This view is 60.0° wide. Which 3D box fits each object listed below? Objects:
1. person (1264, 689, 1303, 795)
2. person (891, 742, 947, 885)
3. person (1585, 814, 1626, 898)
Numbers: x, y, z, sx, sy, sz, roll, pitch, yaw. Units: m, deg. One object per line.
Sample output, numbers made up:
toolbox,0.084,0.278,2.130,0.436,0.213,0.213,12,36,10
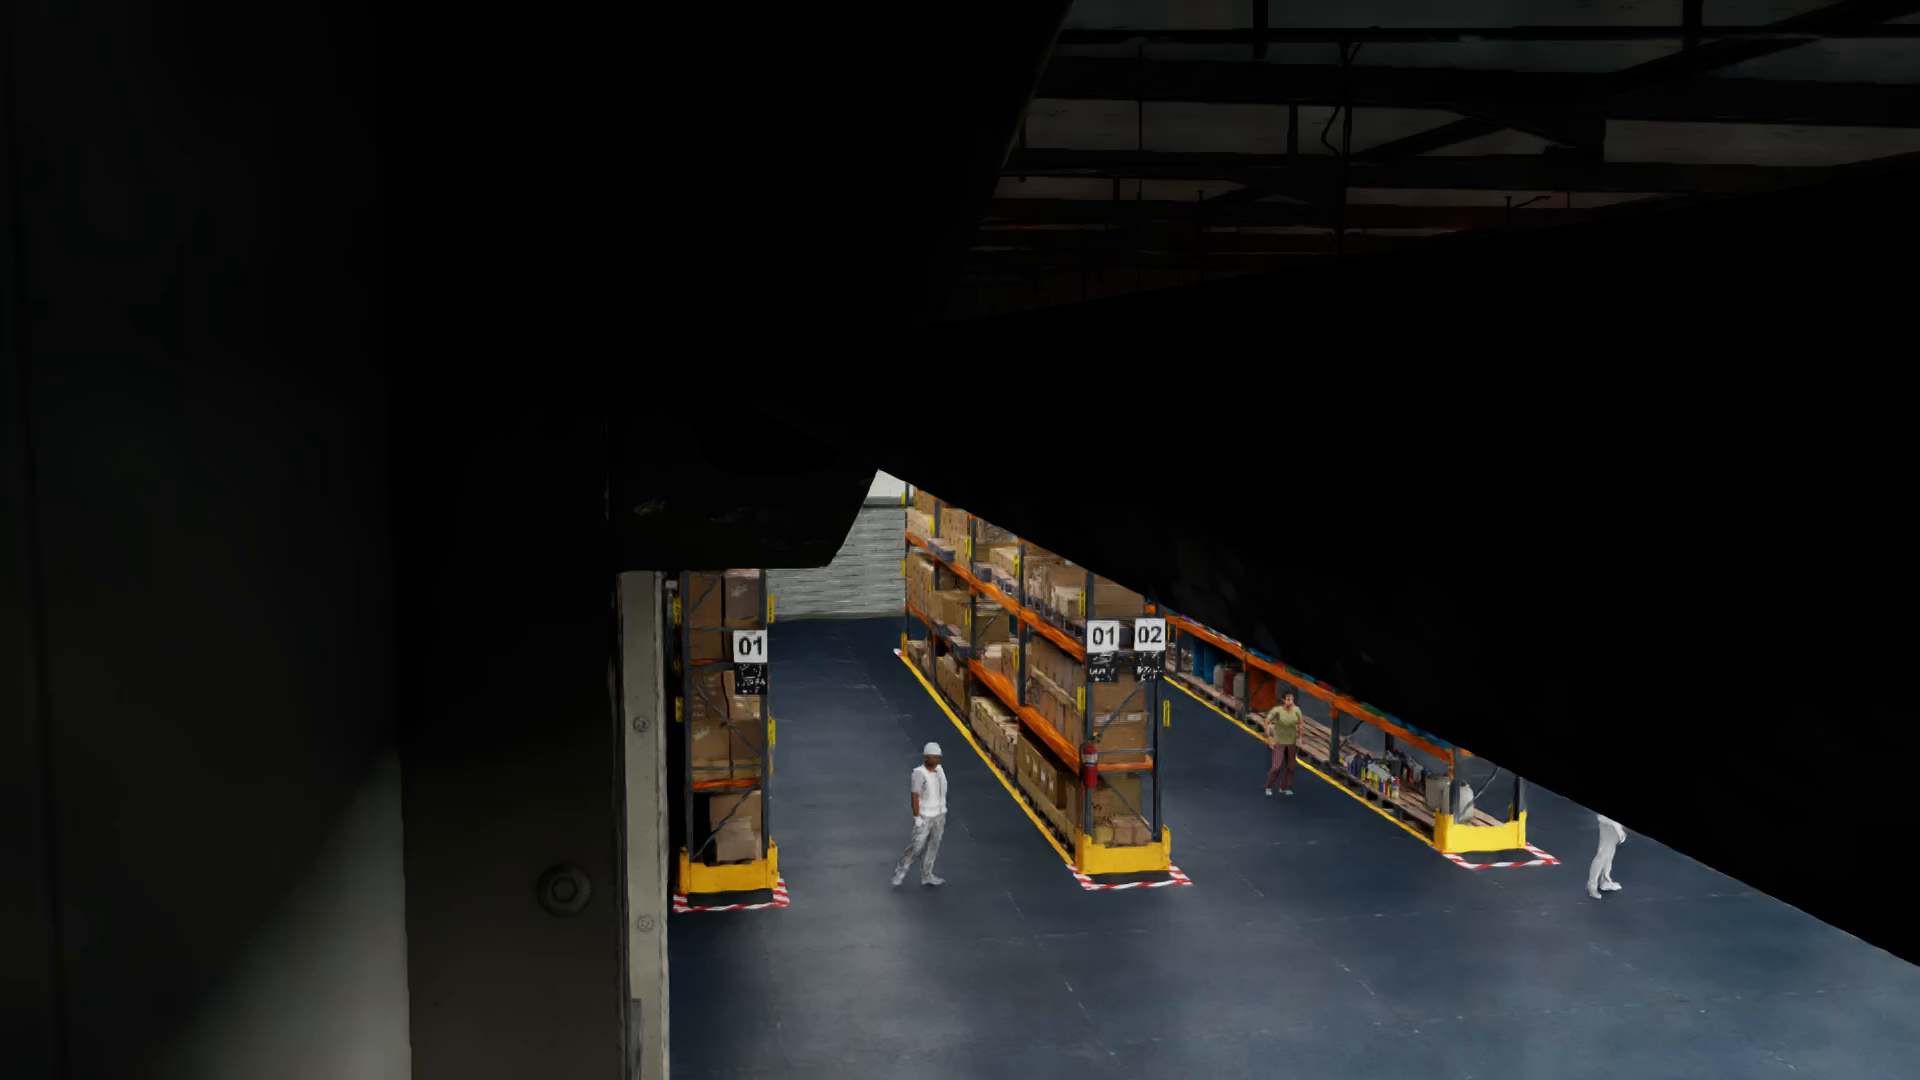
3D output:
person,4.780,2.988,24.565,0.598,1.619,0.507,-1,6,-12
person,-0.492,3.349,20.276,0.522,1.773,0.737,5,8,38
person,7.773,3.431,19.975,0.429,1.677,0.637,2,6,20
